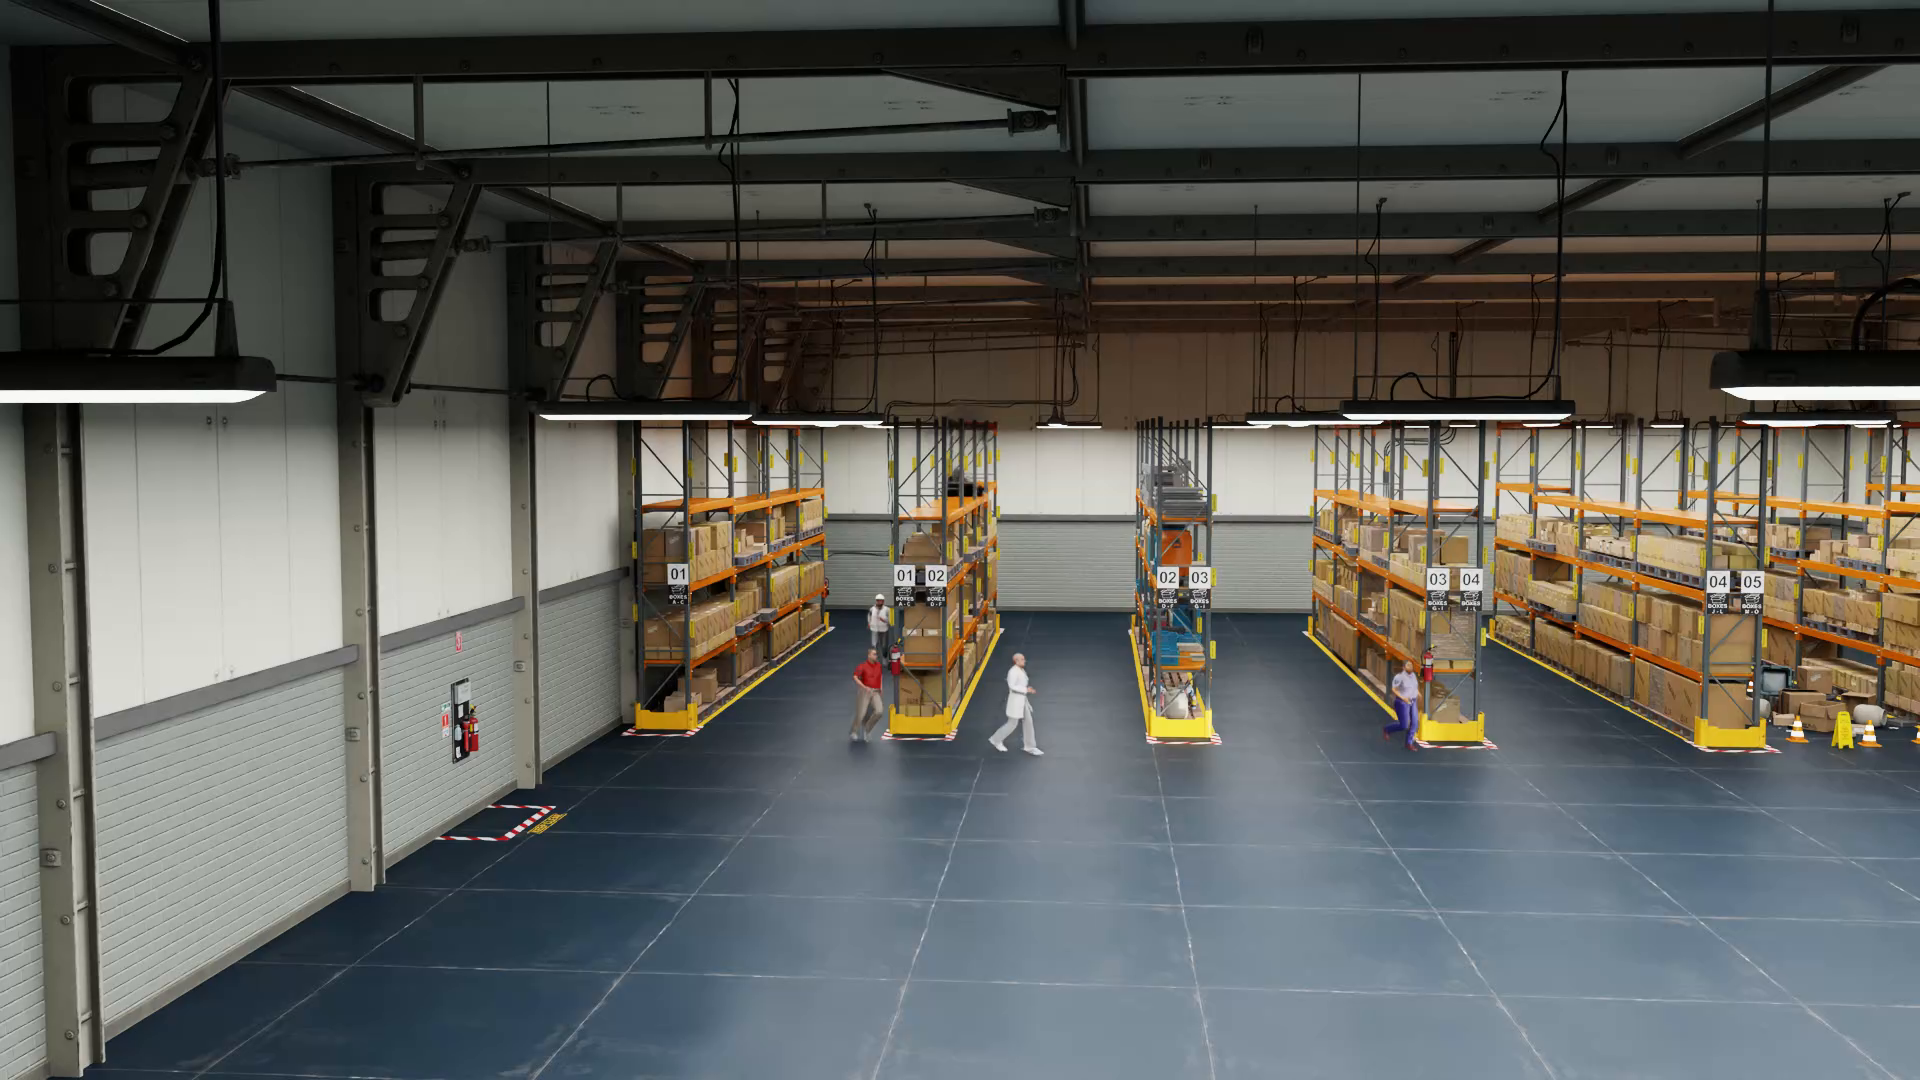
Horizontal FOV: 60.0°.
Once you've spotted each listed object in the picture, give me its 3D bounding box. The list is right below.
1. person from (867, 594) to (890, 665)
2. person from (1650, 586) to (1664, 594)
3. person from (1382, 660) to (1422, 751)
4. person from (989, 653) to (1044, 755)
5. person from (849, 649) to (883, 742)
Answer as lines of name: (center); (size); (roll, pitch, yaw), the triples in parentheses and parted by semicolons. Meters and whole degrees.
person: (-1.935, 2.196, 40.033); (0.645, 1.785, 0.904); (0, 4, 5)
person: (19.834, 1.844, 47.178); (0.718, 1.610, 0.553); (0, 4, -3)
person: (8.039, 2.969, 30.083); (0.616, 1.635, 0.700); (-2, 4, -30)
person: (0.990, 2.906, 29.464); (0.981, 1.803, 0.698); (1, 4, 21)
person: (-1.664, 2.879, 30.845); (0.720, 1.715, 0.642); (-3, 5, -35)
